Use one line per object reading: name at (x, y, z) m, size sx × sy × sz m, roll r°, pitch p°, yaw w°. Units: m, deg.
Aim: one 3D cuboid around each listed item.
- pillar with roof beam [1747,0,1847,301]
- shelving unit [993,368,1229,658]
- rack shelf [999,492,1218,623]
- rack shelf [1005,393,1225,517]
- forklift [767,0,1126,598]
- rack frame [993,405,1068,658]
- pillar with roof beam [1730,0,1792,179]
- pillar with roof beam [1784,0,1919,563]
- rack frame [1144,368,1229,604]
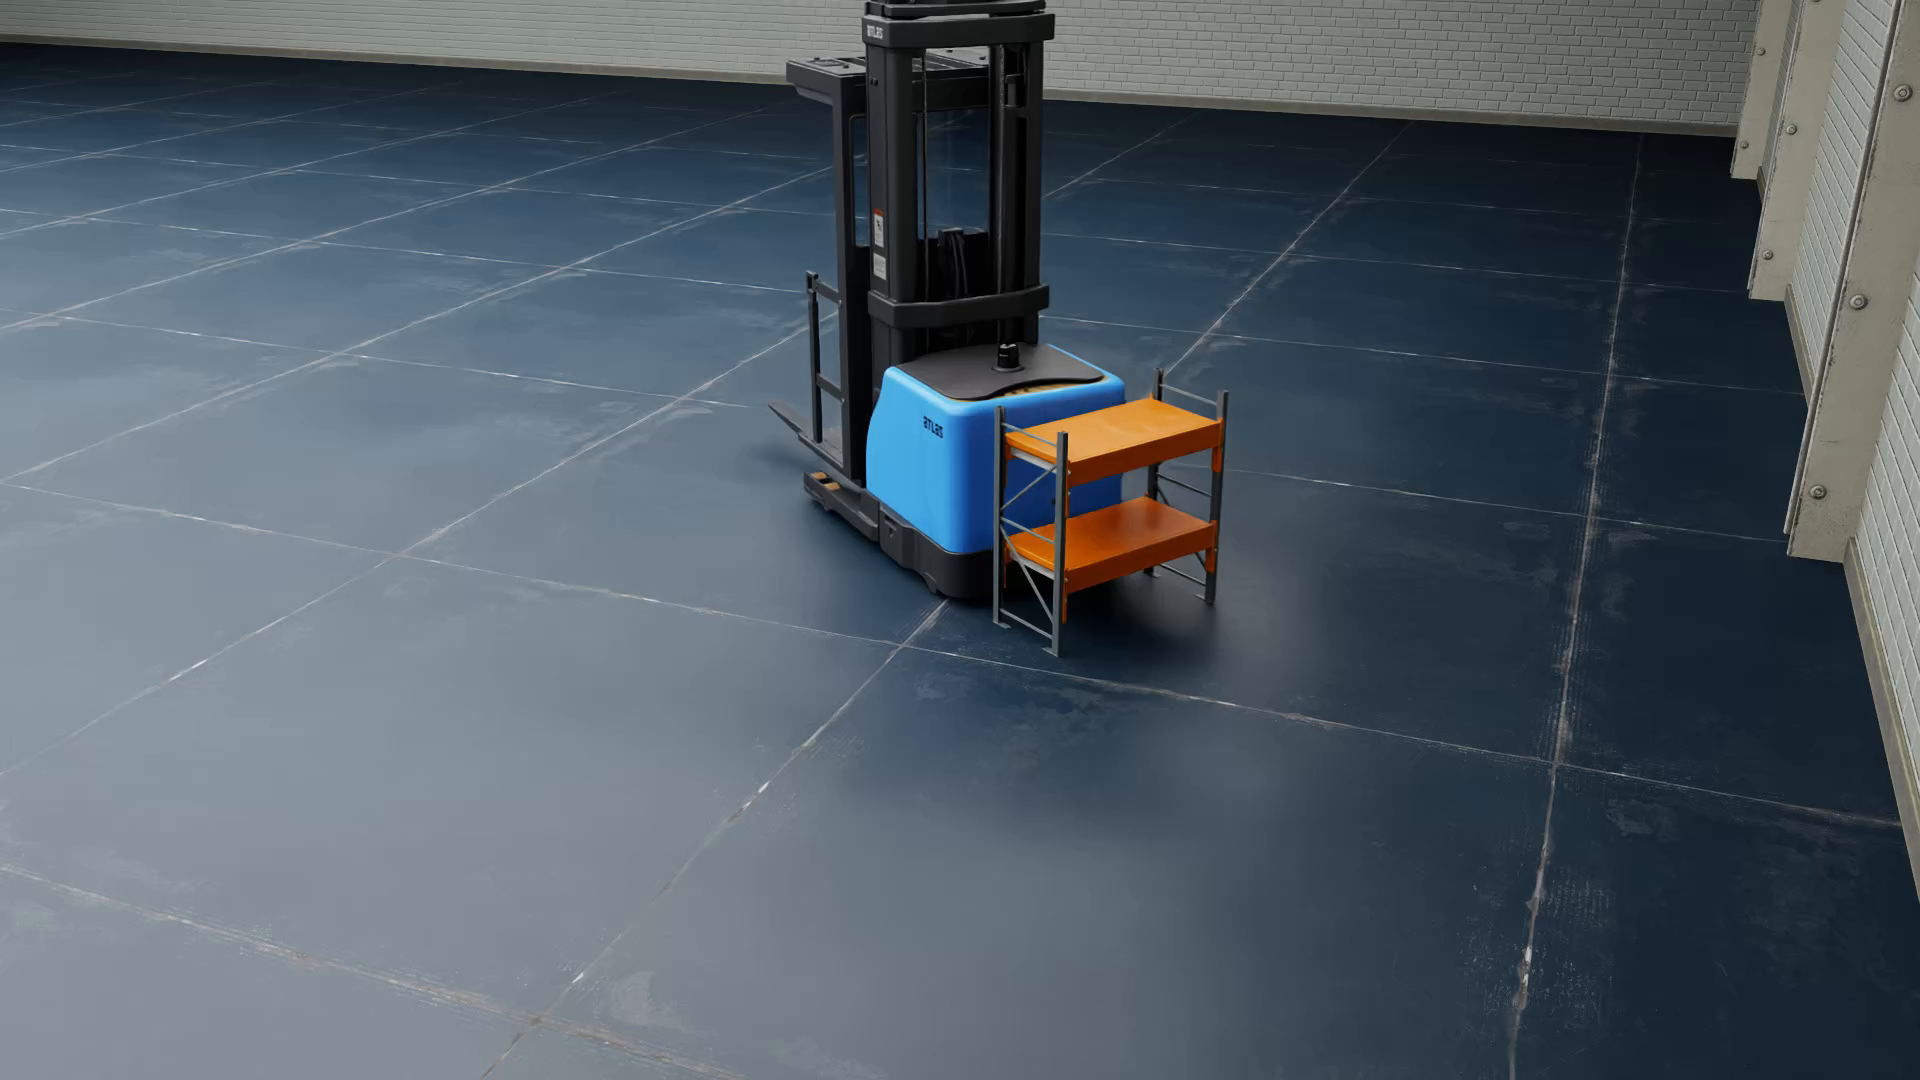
pillar with roof beam at (2.952, -6.880, 14.046) m, size 9.100 × 9.000 × 0.400 m, roll 9°, pitch 24°, yaw 20°
shelving unit at (0.733, -0.156, 8.165) m, size 1.048 × 1.125 × 0.538 m, roll -16°, pitch 28°, yaw -34°
rack shelf at (0.733, 0.069, 8.259) m, size 1.000 × 0.278 × 0.538 m, roll -16°, pitch 28°, yaw -34°
rack shelf at (0.733, -0.426, 8.052) m, size 1.000 × 0.278 × 0.538 m, roll -16°, pitch 28°, yaw -34°
forklift at (-0.265, -1.590, 9.255) m, size 1.130 × 2.935 × 3.031 m, roll -11°, pitch 25°, yaw -25°
rack frame at (0.326, -0.039, 7.883) m, size 0.032 × 1.125 × 0.500 m, roll -16°, pitch 28°, yaw -34°
pillar with roof beam at (5.180, -9.027, 19.187) m, size 9.100 × 9.000 × 0.400 m, roll 9°, pitch 24°, yaw 20°
pillar with roof beam at (0.723, -4.733, 8.906) m, size 9.100 × 9.000 × 0.400 m, roll 9°, pitch 24°, yaw 20°
rack frame at (1.139, -0.274, 8.447) m, size 0.032 × 1.125 × 0.500 m, roll -16°, pitch 28°, yaw -34°
